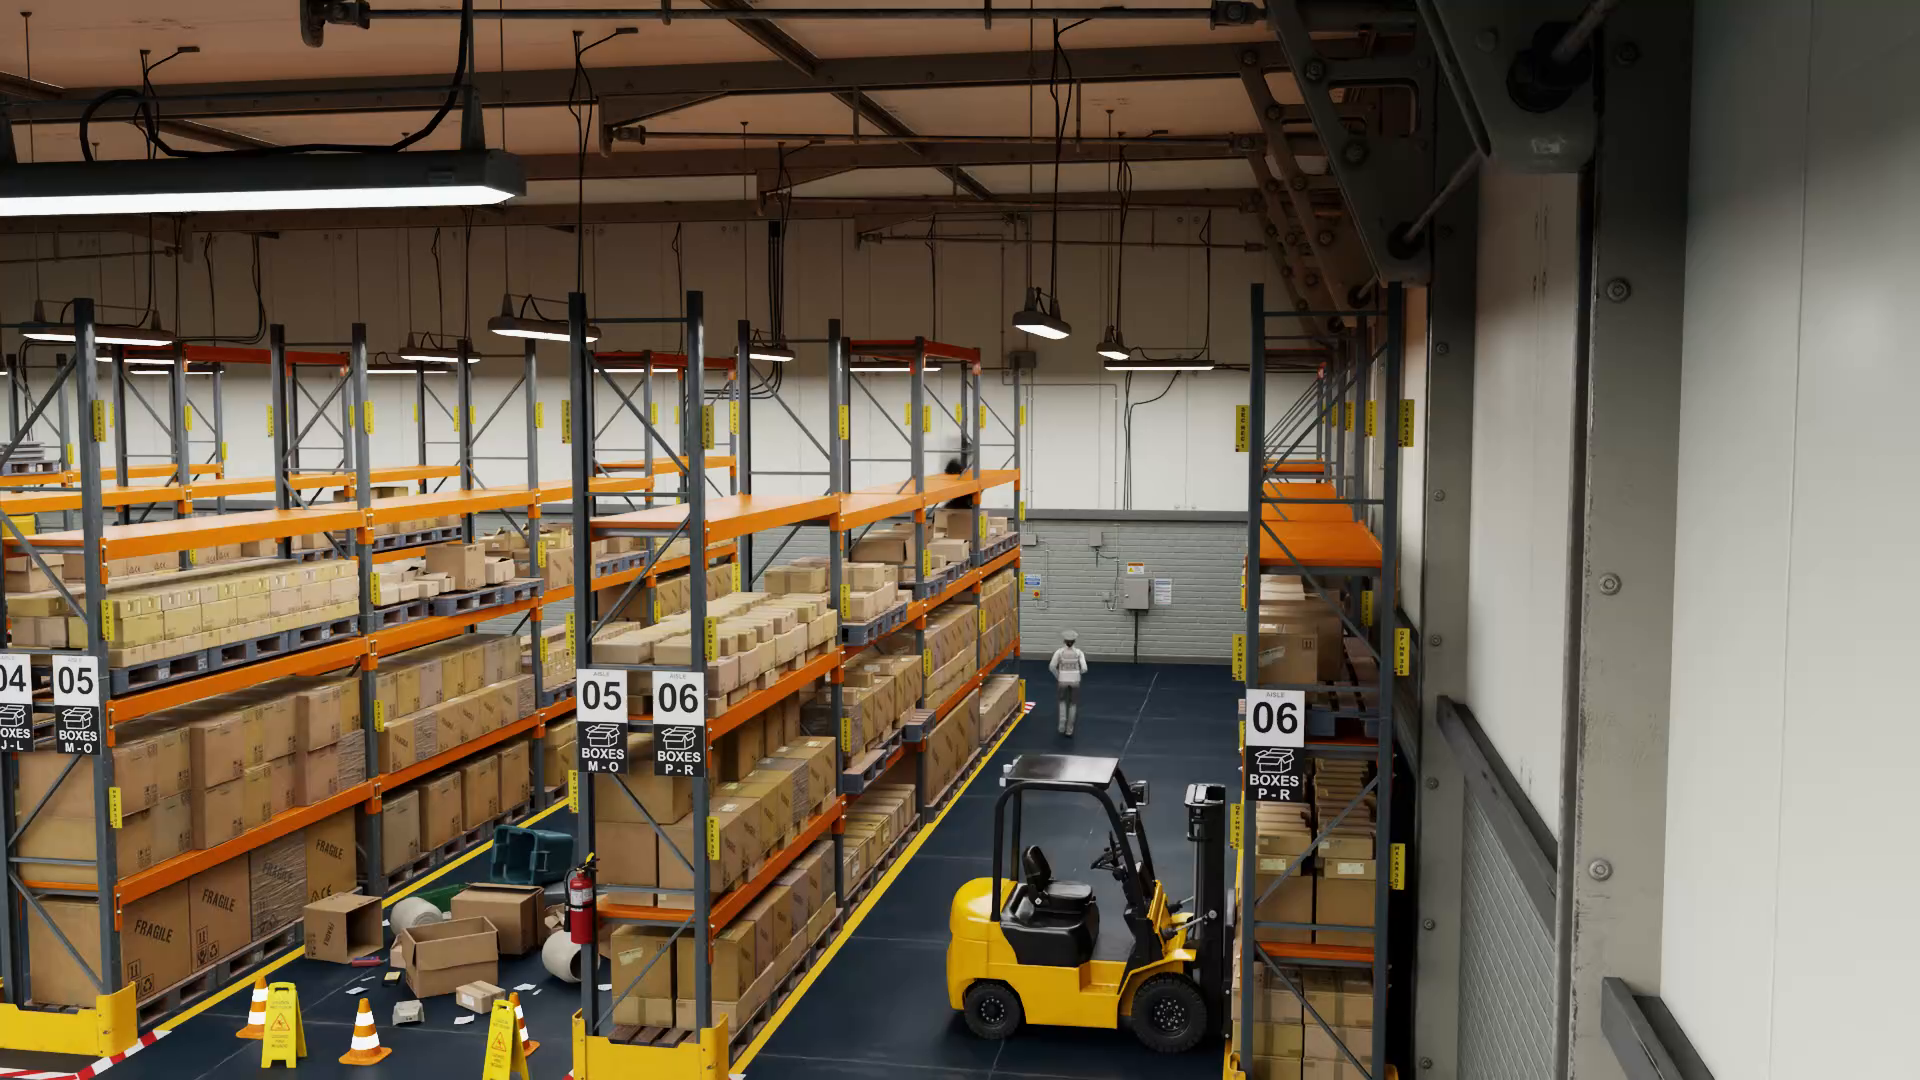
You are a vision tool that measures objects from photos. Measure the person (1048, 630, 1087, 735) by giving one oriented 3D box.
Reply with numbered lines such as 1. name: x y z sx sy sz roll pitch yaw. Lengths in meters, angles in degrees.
1. person: 1.705 2.226 26.196 0.605 1.654 0.547 0 5 6
